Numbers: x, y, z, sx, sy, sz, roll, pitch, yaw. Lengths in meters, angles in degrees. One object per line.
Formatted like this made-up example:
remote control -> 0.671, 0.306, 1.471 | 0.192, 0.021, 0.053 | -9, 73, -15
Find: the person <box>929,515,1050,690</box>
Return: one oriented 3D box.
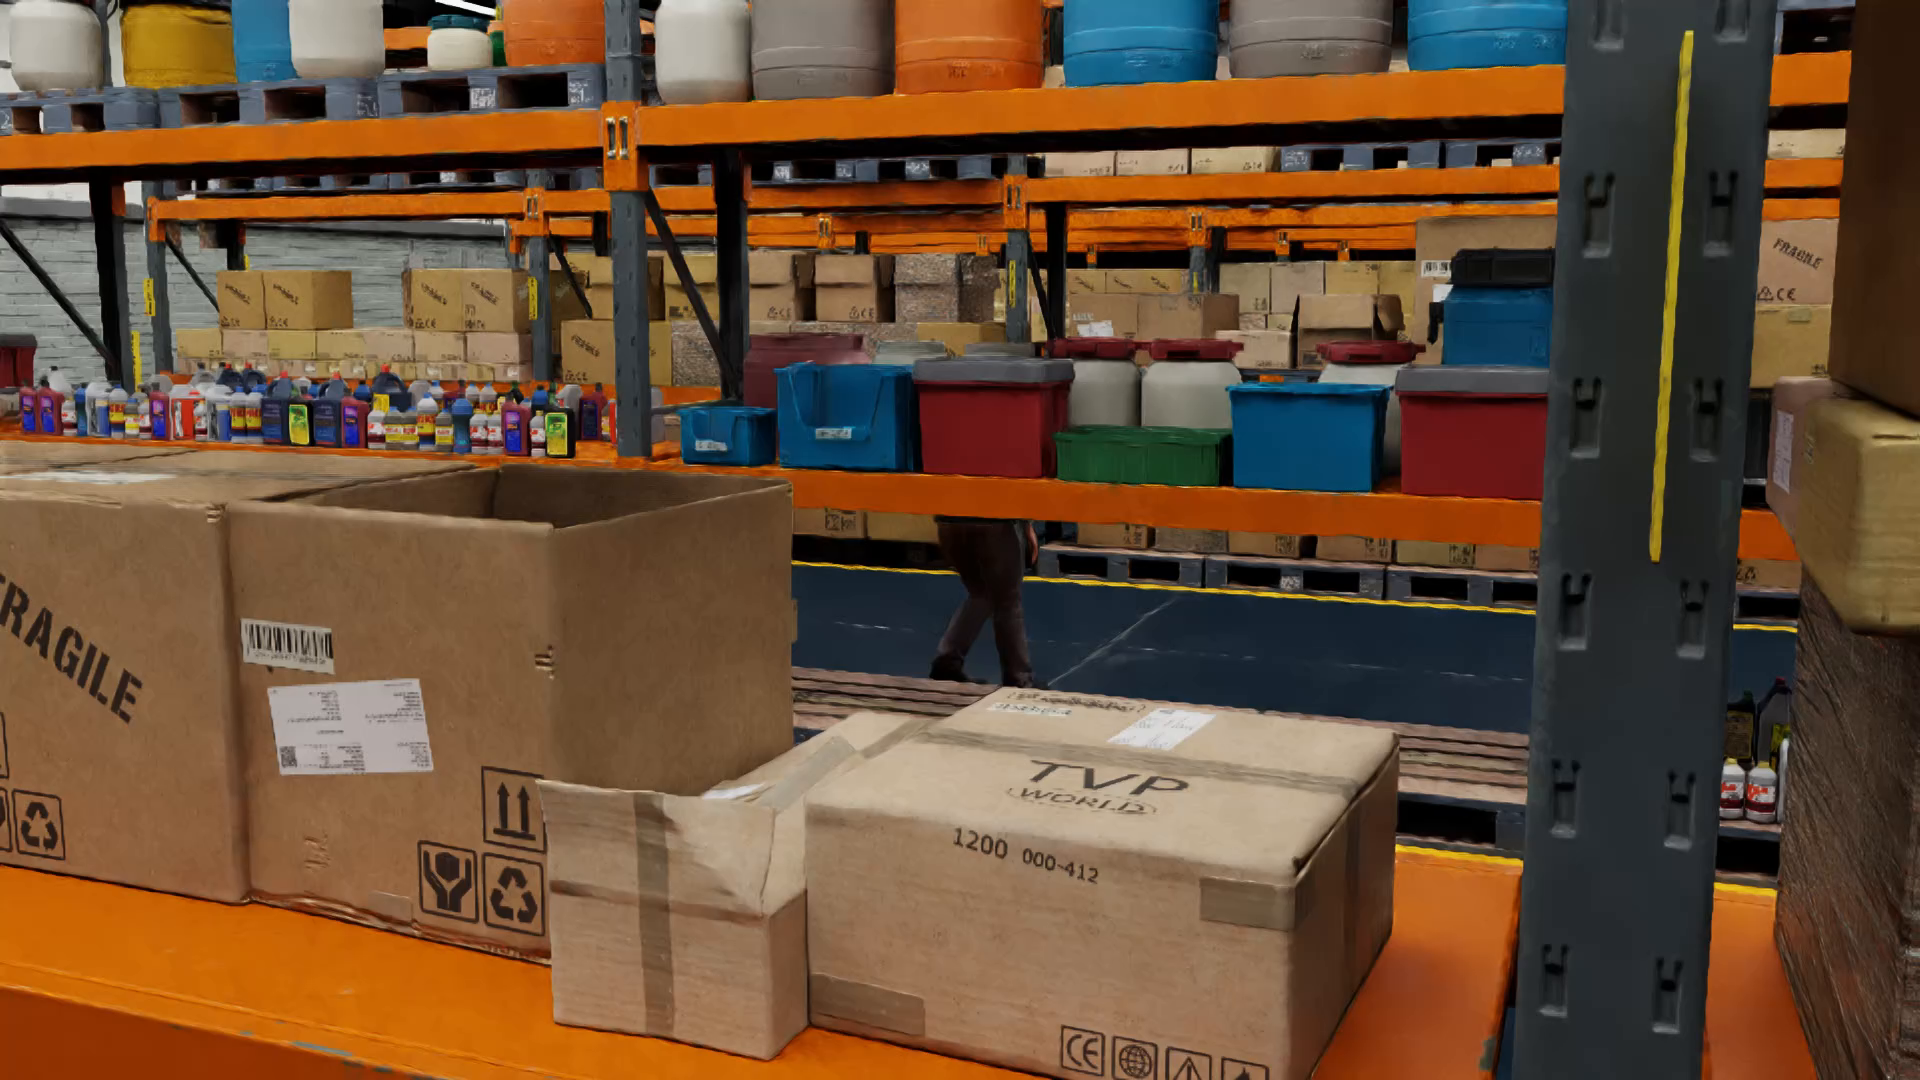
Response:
person -> 0.127, -0.050, 8.283 | 0.639, 1.696, 0.417 | 8, 11, 41
